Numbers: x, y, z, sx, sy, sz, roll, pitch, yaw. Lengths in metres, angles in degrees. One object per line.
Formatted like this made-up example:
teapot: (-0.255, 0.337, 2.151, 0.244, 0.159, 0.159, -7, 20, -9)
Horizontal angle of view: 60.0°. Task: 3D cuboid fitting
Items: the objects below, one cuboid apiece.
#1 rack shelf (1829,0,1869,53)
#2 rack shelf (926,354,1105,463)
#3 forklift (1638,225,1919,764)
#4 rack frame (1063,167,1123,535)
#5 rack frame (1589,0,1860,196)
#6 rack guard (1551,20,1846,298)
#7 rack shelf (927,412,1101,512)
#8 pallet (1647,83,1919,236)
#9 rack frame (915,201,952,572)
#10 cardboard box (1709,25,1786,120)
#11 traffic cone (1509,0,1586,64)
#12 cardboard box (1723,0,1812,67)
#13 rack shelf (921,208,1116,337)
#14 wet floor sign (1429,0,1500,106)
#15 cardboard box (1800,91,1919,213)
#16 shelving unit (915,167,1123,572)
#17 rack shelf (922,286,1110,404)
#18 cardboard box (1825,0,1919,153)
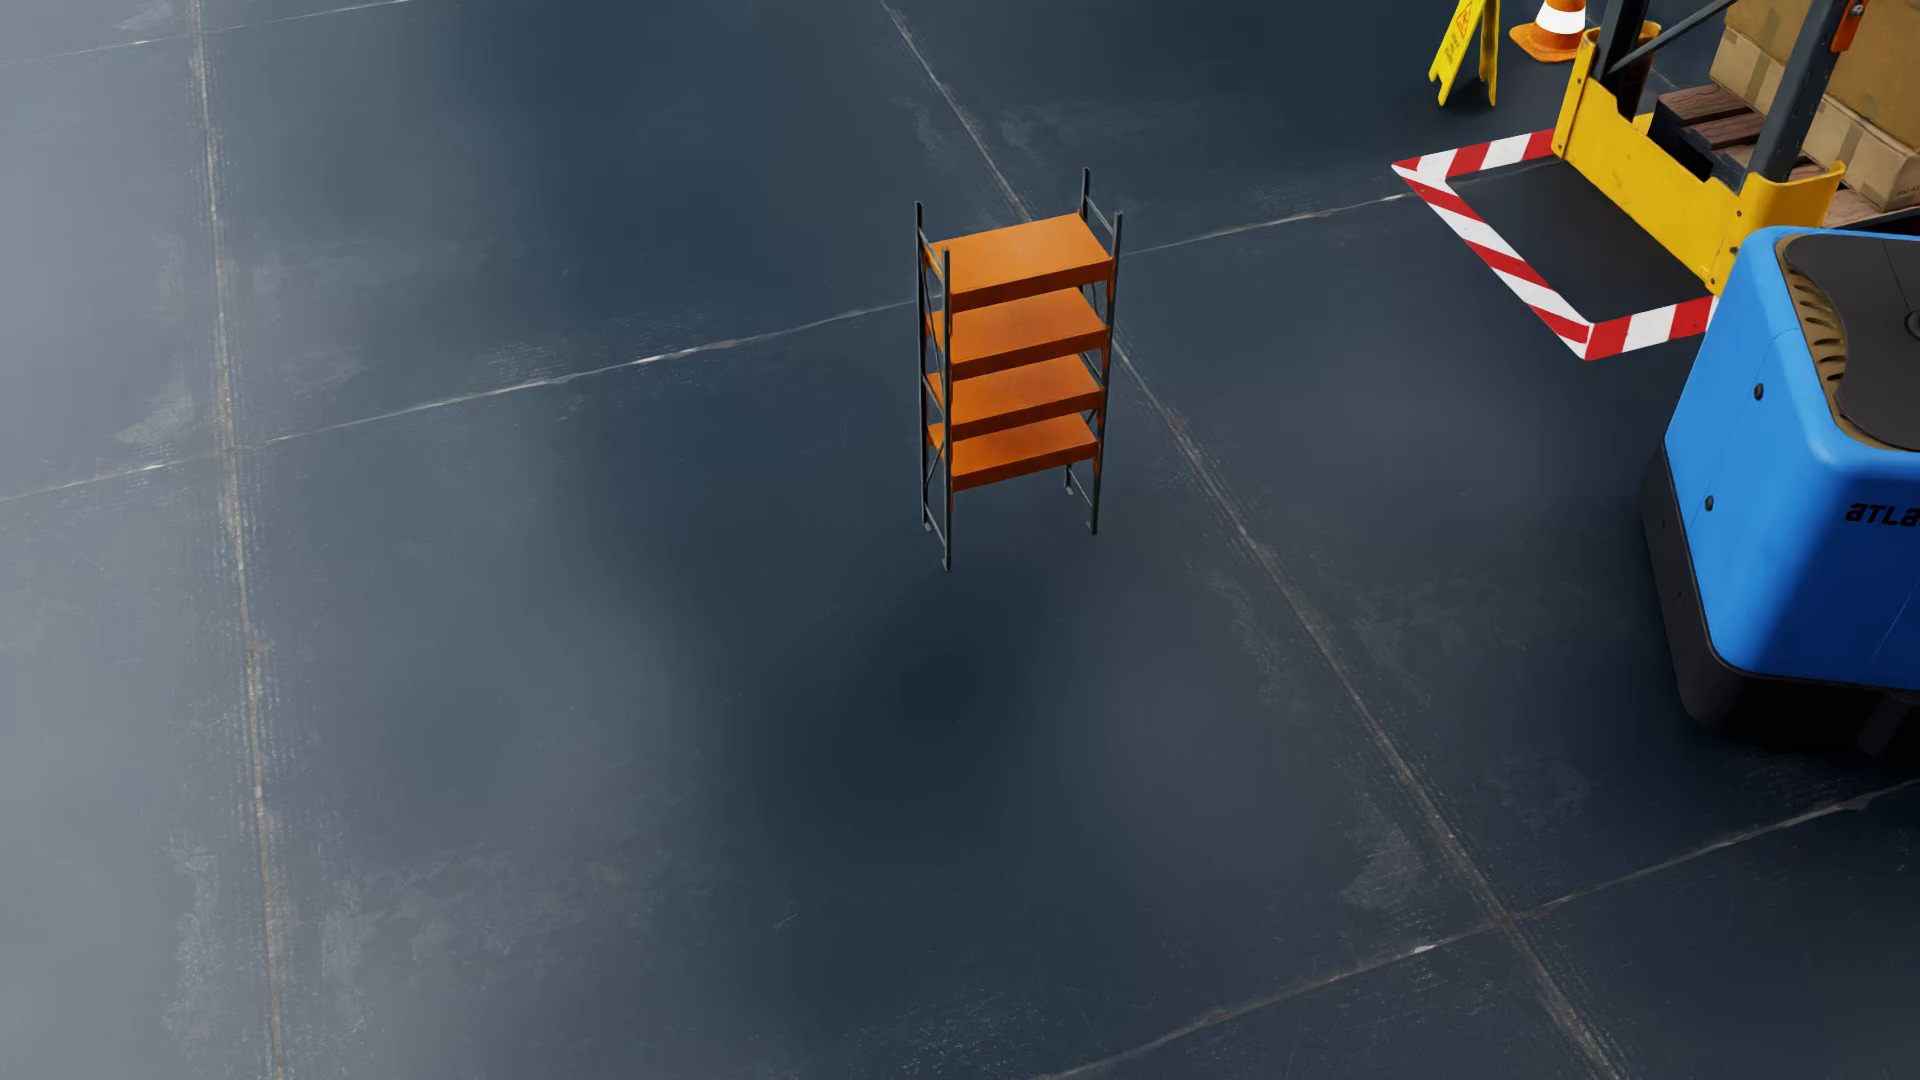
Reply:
rack shelf: (4.589, -2.562, 6.194, 4.000, 0.370, 1.077, -14, 47, -14)
rack shelf: (0.156, -0.416, 4.912, 0.480, 0.148, 0.258, -14, 47, -14)
forklift: (3.595, -0.676, 3.854, 3.031, 2.935, 1.130, 6, 45, 6)
rack frame: (0.385, -0.522, 4.923, 0.015, 1.200, 0.240, -14, 47, -14)
rack frame: (2.708, -2.335, 5.460, 0.127, 3.000, 1.000, -14, 47, -14)
rack guard: (2.780, -1.471, 6.363, 0.348, 0.500, 1.175, -14, 47, -14)
rack shelf: (0.156, -0.276, 5.053, 0.480, 0.148, 0.258, -14, 47, -14)
pallet: (3.556, -1.541, 6.637, 1.213, 0.211, 1.003, -14, 47, -14)
rack frame: (-0.074, -0.405, 4.806, 0.015, 1.200, 0.240, -14, 47, -14)
cardboard box: (3.400, -1.892, 6.663, 0.500, 0.250, 0.500, -15, 47, -14)
traffic cone: (2.675, -2.402, 7.318, 0.334, 0.463, 0.336, -14, 47, -14)
cardboard box: (3.373, -2.144, 6.384, 0.500, 0.500, 0.500, -14, 47, -14)
rack shelf: (0.156, -0.741, 4.586, 0.480, 0.148, 0.258, -14, 47, -14)
wet floor sign: (2.166, -2.171, 6.958, 0.232, 0.644, 0.267, 0, 45, 0)
cardboard box: (3.561, -1.522, 6.294, 0.500, 0.250, 0.500, -15, 47, -14)
shelving unit: (0.156, -0.463, 4.865, 0.503, 1.200, 0.258, -14, 47, -14)
rack shelf: (0.156, -0.574, 4.754, 0.480, 0.148, 0.258, -14, 47, -14)
cardboard box: (3.583, -1.793, 6.035, 0.500, 0.500, 0.500, -16, 47, -15)
